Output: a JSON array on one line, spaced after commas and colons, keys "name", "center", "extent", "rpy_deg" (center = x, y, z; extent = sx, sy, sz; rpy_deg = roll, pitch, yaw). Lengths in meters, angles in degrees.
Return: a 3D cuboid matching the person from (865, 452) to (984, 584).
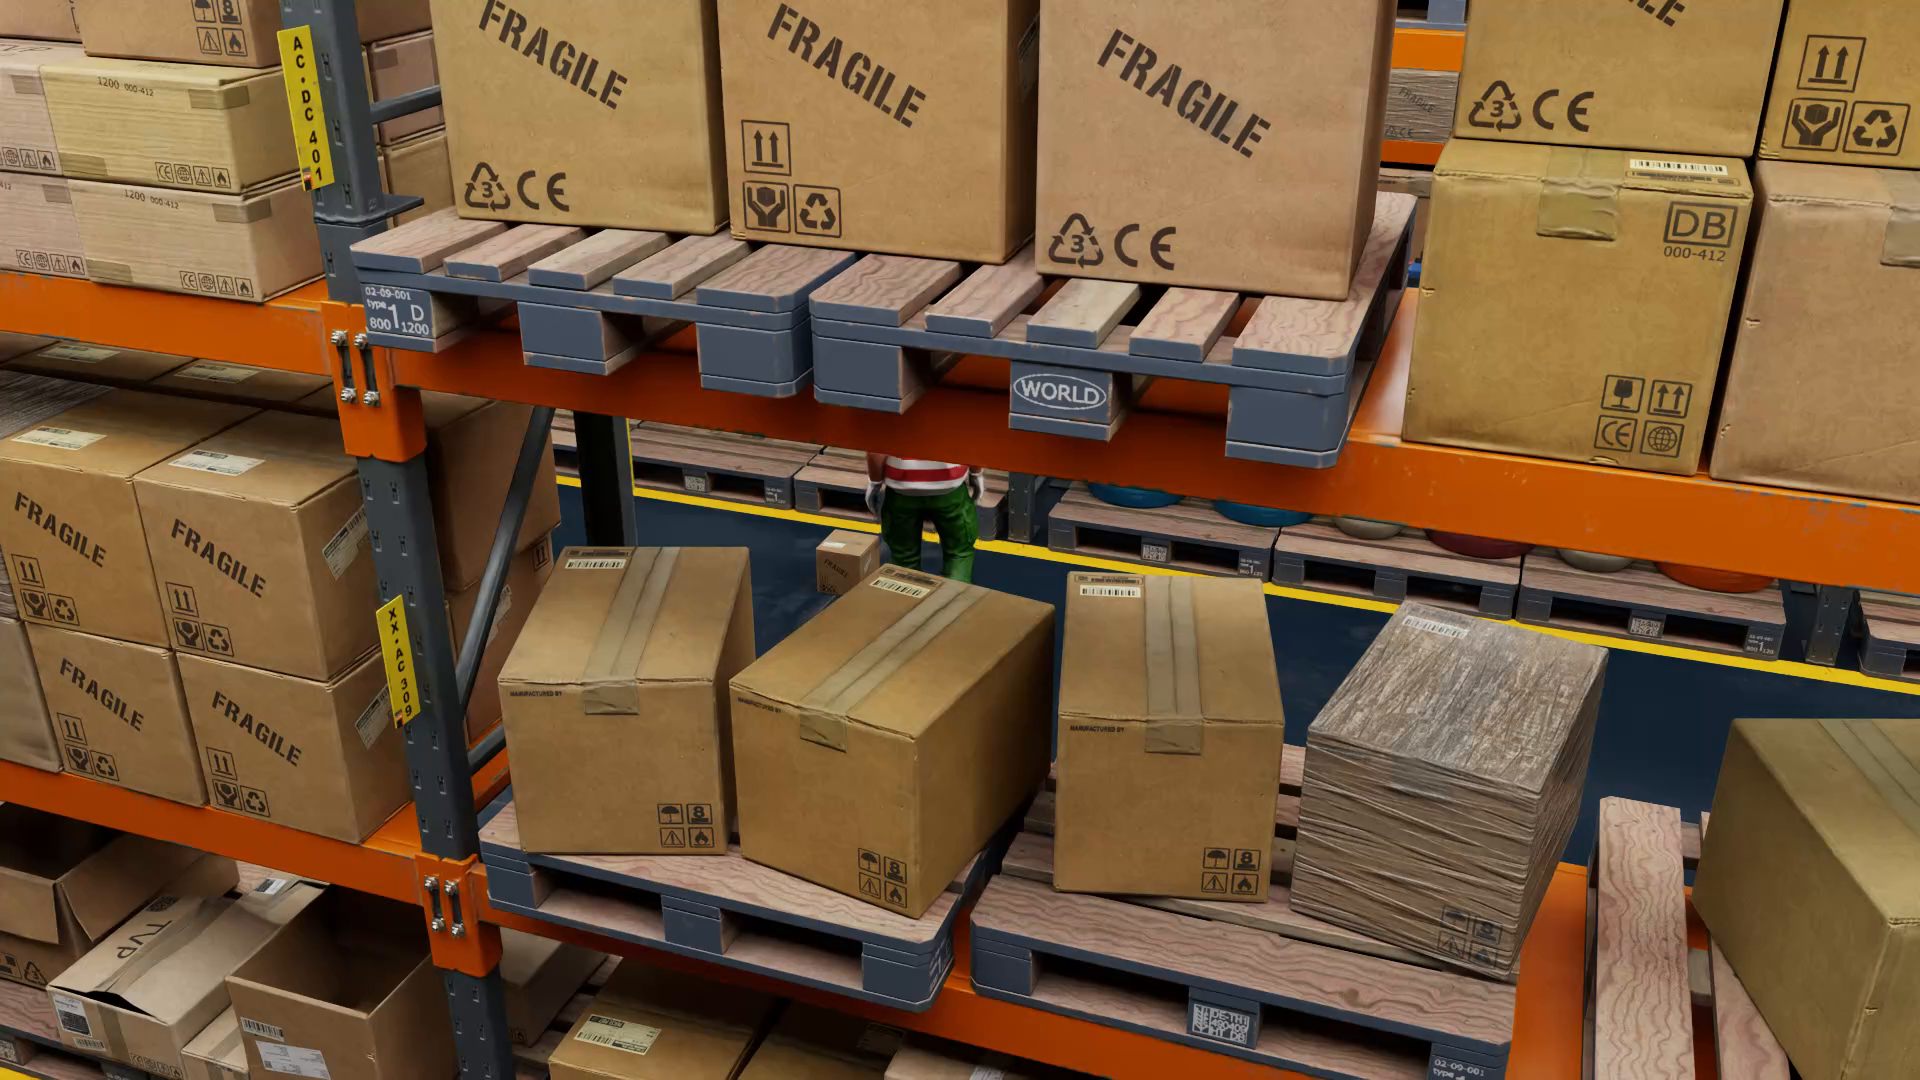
[{"name": "person", "center": [-0.155, -0.254, 7.594], "extent": [0.560, 1.796, 0.621], "rpy_deg": [-2, 26, -3]}]
